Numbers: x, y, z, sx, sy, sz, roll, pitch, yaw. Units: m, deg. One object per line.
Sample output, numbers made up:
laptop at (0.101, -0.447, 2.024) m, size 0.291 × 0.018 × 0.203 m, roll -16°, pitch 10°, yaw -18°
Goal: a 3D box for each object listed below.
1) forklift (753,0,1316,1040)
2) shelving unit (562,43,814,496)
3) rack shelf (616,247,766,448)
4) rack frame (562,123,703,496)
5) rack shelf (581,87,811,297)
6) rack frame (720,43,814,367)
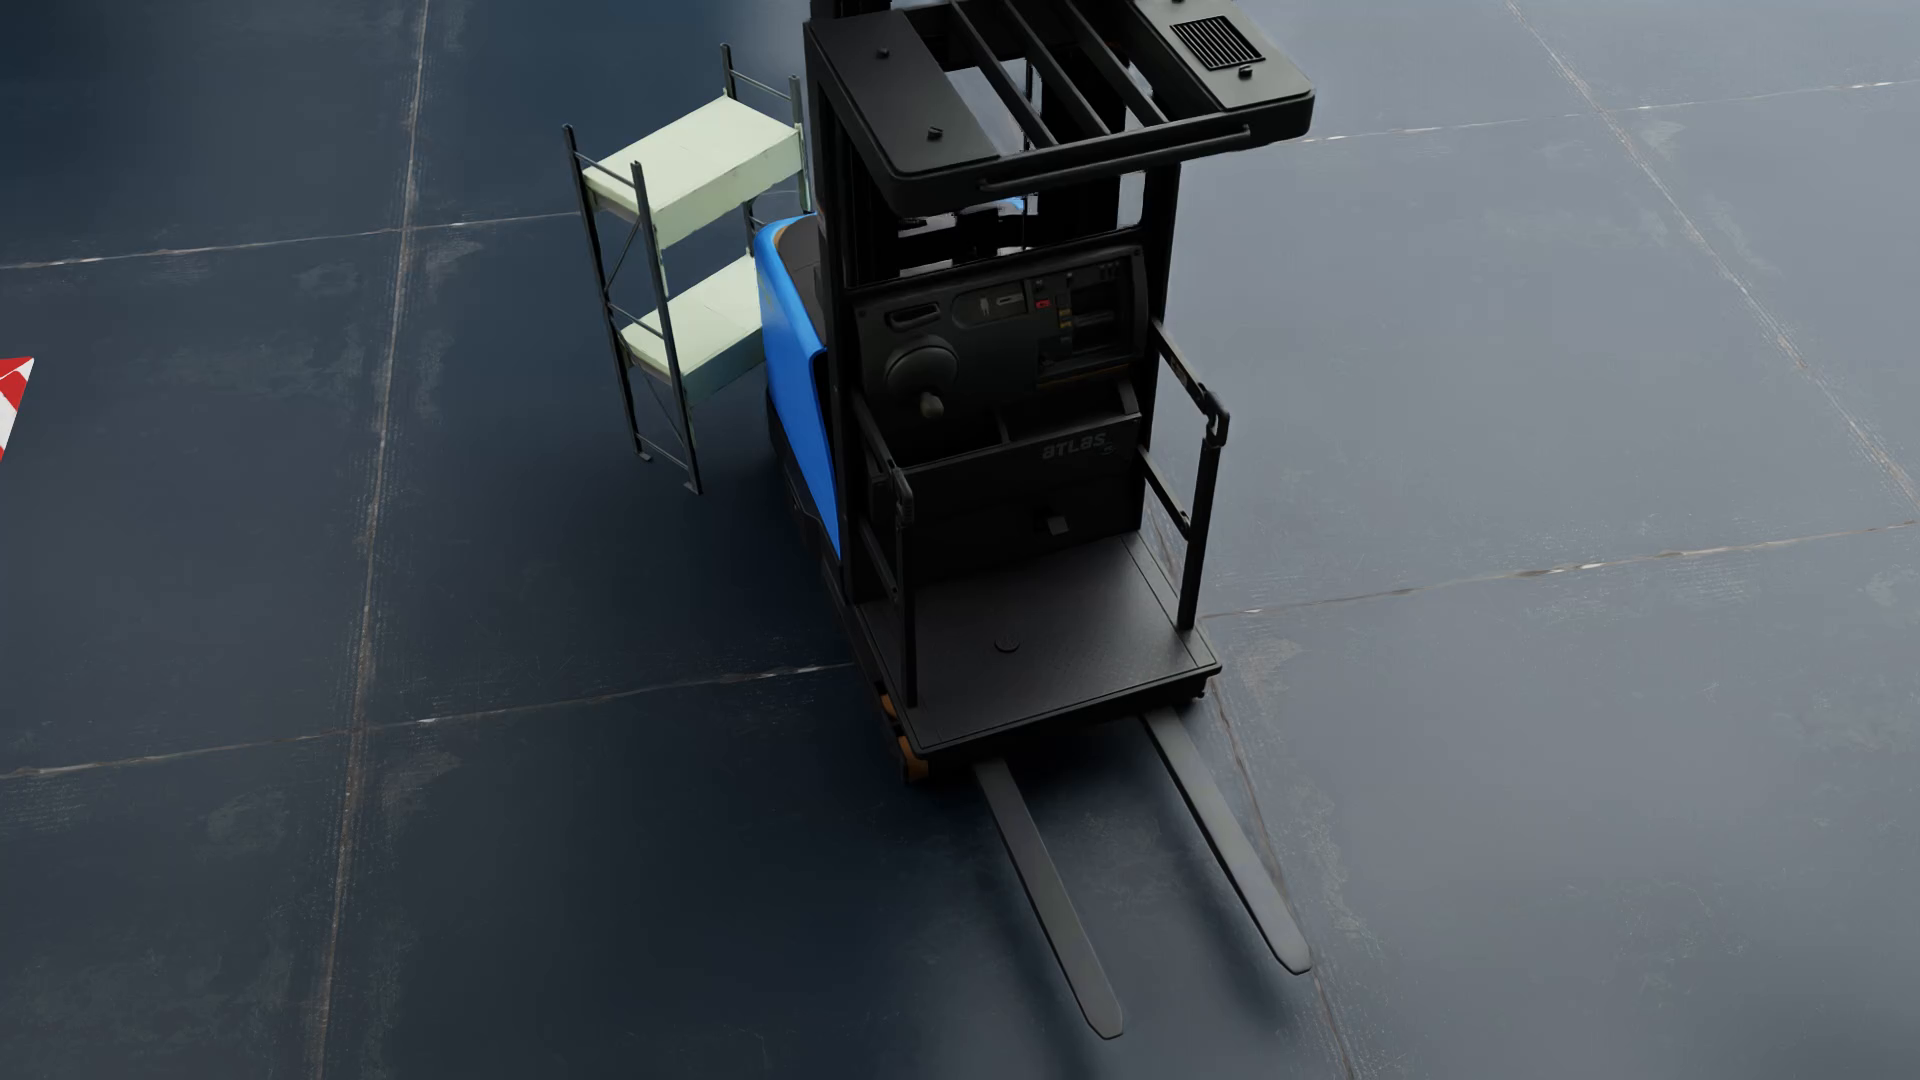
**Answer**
forklift at (0.210, -0.540, 4.919) m, size 1.130 × 2.935 × 3.031 m, roll -15°, pitch 48°, yaw -14°
shelving unit at (-0.951, -1.002, 6.346) m, size 0.431 × 1.500 × 0.755 m, roll 32°, pitch 54°, yaw 29°
rack shelf at (-0.942, -0.770, 6.575) m, size 0.431 × 0.370 × 0.720 m, roll 32°, pitch 54°, yaw 29°
rack frame at (-1.196, -0.806, 6.157) m, size 0.400 × 1.500 × 0.023 m, roll 32°, pitch 54°, yaw 29°
rack shelf at (-0.962, -1.280, 6.072) m, size 0.431 × 0.370 × 0.720 m, roll 32°, pitch 54°, yaw 29°
rack frame at (-0.706, -1.198, 6.535) m, size 0.400 × 1.500 × 0.023 m, roll 32°, pitch 54°, yaw 29°
